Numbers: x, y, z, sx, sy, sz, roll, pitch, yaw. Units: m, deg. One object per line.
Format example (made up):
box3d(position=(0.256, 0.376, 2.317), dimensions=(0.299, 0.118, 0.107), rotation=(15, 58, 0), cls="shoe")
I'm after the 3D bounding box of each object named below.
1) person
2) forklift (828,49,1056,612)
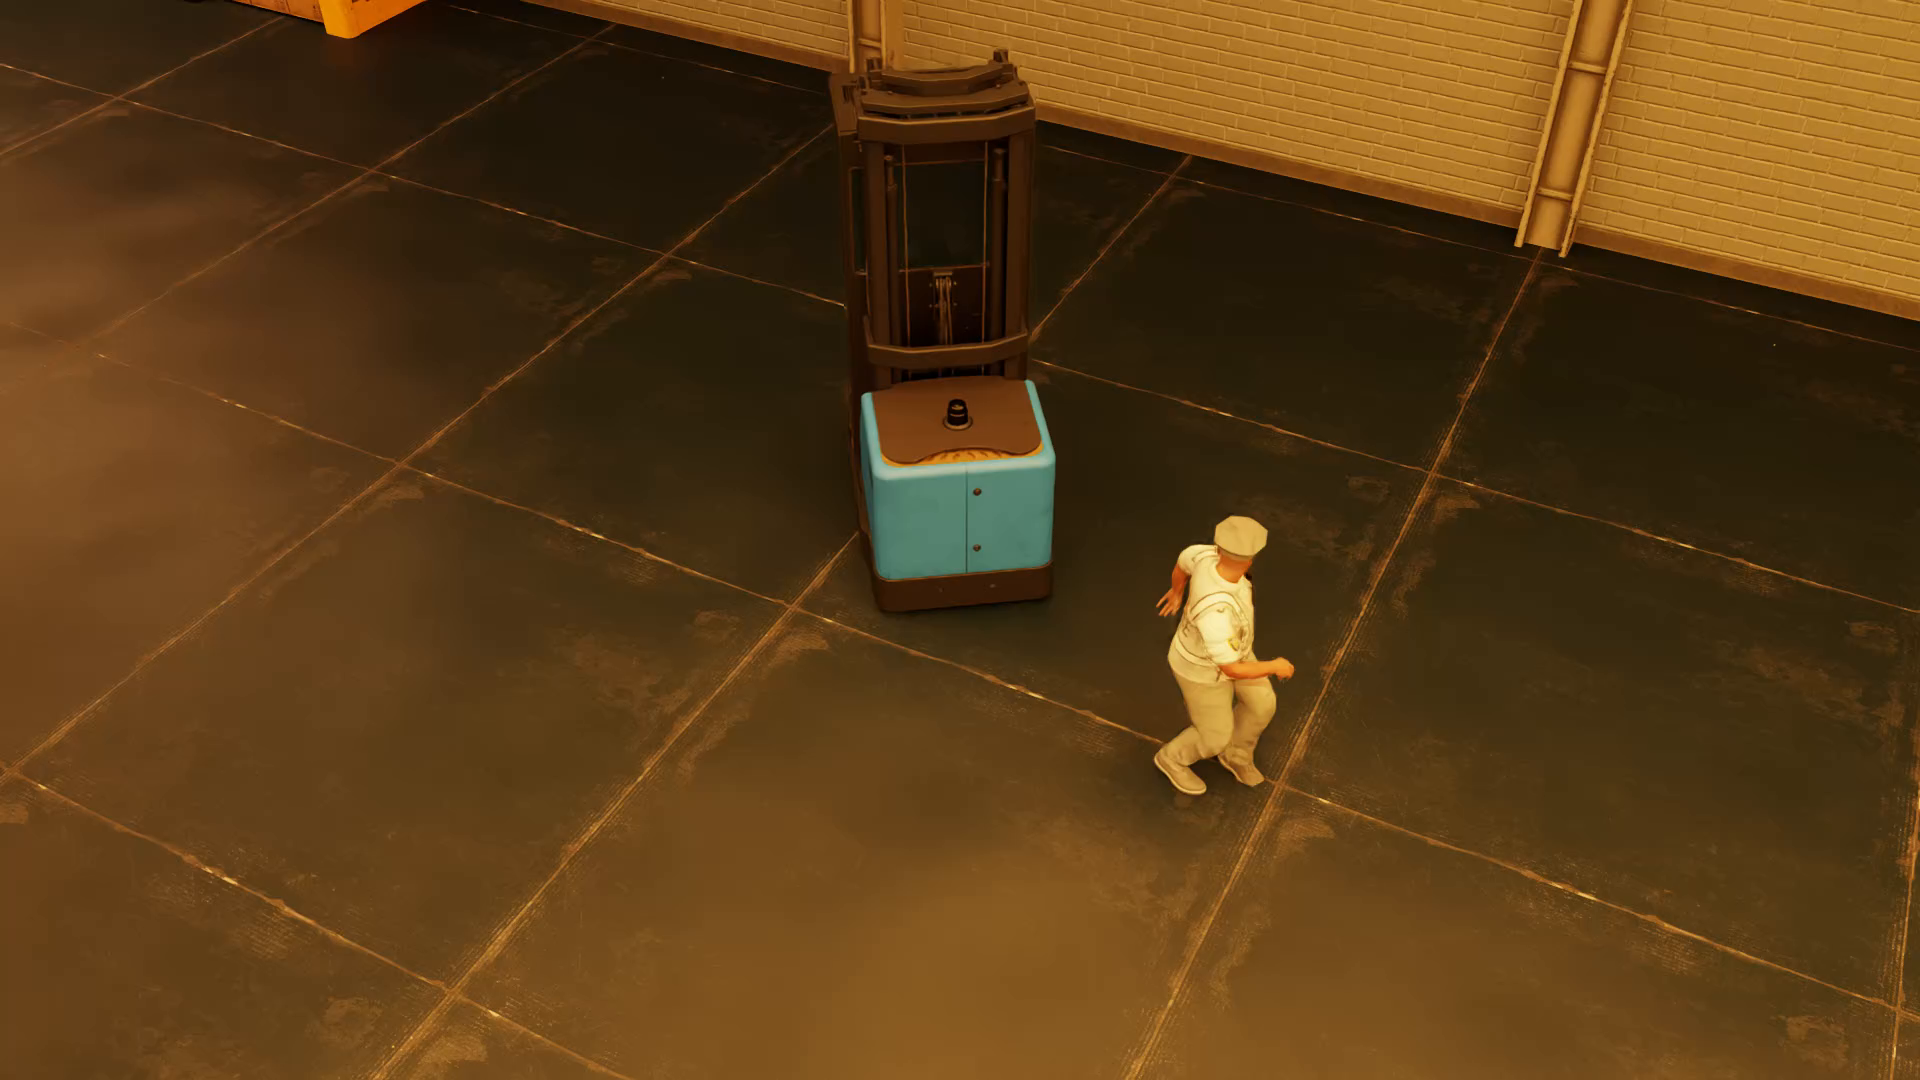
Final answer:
box3d(position=(1.255, 0.622, 8.273), dimensions=(0.798, 1.760, 0.631), rotation=(18, 43, 20), cls="person")
box3d(position=(-0.164, -1.652, 9.948), dimensions=(1.130, 2.935, 3.031), rotation=(-5, 40, -6), cls="forklift")
